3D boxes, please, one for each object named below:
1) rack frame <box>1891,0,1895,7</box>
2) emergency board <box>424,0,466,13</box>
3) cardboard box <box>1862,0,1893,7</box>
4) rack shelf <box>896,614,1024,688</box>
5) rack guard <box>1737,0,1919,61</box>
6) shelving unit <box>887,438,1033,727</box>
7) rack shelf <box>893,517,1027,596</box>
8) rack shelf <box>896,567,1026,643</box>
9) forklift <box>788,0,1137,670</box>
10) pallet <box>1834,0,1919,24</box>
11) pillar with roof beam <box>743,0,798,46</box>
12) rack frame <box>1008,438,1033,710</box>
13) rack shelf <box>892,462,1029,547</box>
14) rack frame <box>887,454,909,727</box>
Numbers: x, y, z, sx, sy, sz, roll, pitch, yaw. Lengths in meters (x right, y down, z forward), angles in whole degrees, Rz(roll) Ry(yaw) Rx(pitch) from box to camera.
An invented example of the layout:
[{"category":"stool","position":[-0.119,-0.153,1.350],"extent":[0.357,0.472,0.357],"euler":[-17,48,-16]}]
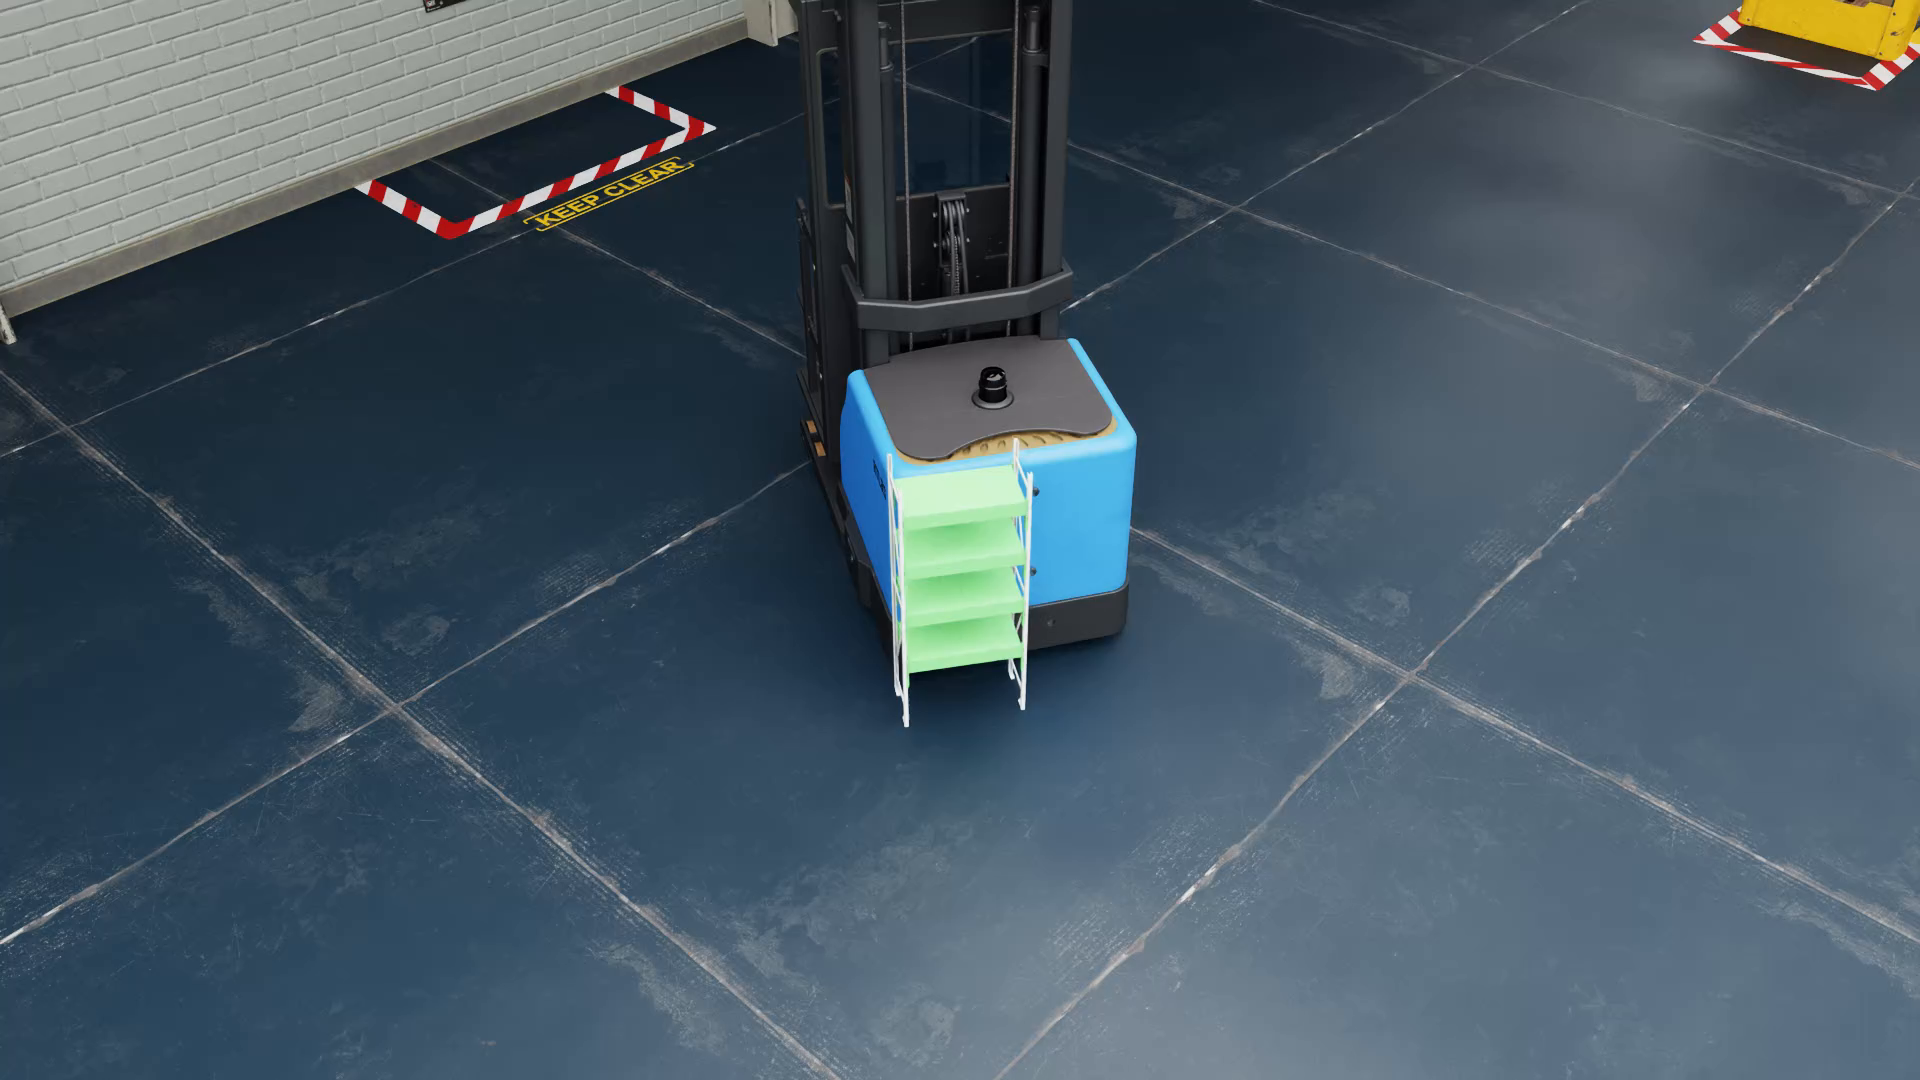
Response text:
[{"category":"rack frame","position":[6.502,-4.992,11.618],"extent":[1.000,3.000,0.127],"euler":[30,47,32]},{"category":"emergency board","position":[-3.086,-3.883,10.223],"extent":[0.157,1.169,0.626],"euler":[30,47,32]},{"category":"cardboard box","position":[7.028,-4.233,12.535],"extent":[0.500,0.250,0.500],"euler":[30,47,32]},{"category":"rack shelf","position":[-0.003,0.427,6.737],"extent":[0.480,0.148,0.258],"euler":[-7,39,-9]},{"category":"rack guard","position":[6.486,-4.002,12.382],"extent":[1.175,0.500,0.348],"euler":[30,47,32]},{"category":"shelving unit","position":[-0.003,0.189,6.548],"extent":[0.503,1.200,0.258],"euler":[-7,39,-9]},{"category":"rack shelf","position":[-0.003,0.051,6.438],"extent":[0.480,0.148,0.258],"euler":[-7,39,-9]},{"category":"rack shelf","position":[-0.003,0.239,6.588],"extent":[0.480,0.148,0.258],"euler":[-7,39,-9]},{"category":"forklift","position":[-0.166,-1.521,7.308],"extent":[1.130,2.935,3.031],"euler":[-10,40,-12]},{"category":"pallet","position":[6.987,-4.269,12.949],"extent":[1.003,0.211,1.213],"euler":[30,47,32]},{"category":"pillar with roof beam","position":[1.807,-5.539,7.485],"extent":[9.100,9.000,0.400],"euler":[30,47,32]},{"category":"rack frame","position":[0.236,0.158,6.587],"extent":[0.015,1.200,0.240],"euler":[-7,39,-9]},{"category":"rack shelf","position":[-0.003,-0.136,6.289],"extent":[0.480,0.148,0.258],"euler":[-7,39,-9]},{"category":"rack frame","position":[-0.242,0.221,6.509],"extent":[0.015,1.200,0.240],"euler":[-7,39,-9]}]
